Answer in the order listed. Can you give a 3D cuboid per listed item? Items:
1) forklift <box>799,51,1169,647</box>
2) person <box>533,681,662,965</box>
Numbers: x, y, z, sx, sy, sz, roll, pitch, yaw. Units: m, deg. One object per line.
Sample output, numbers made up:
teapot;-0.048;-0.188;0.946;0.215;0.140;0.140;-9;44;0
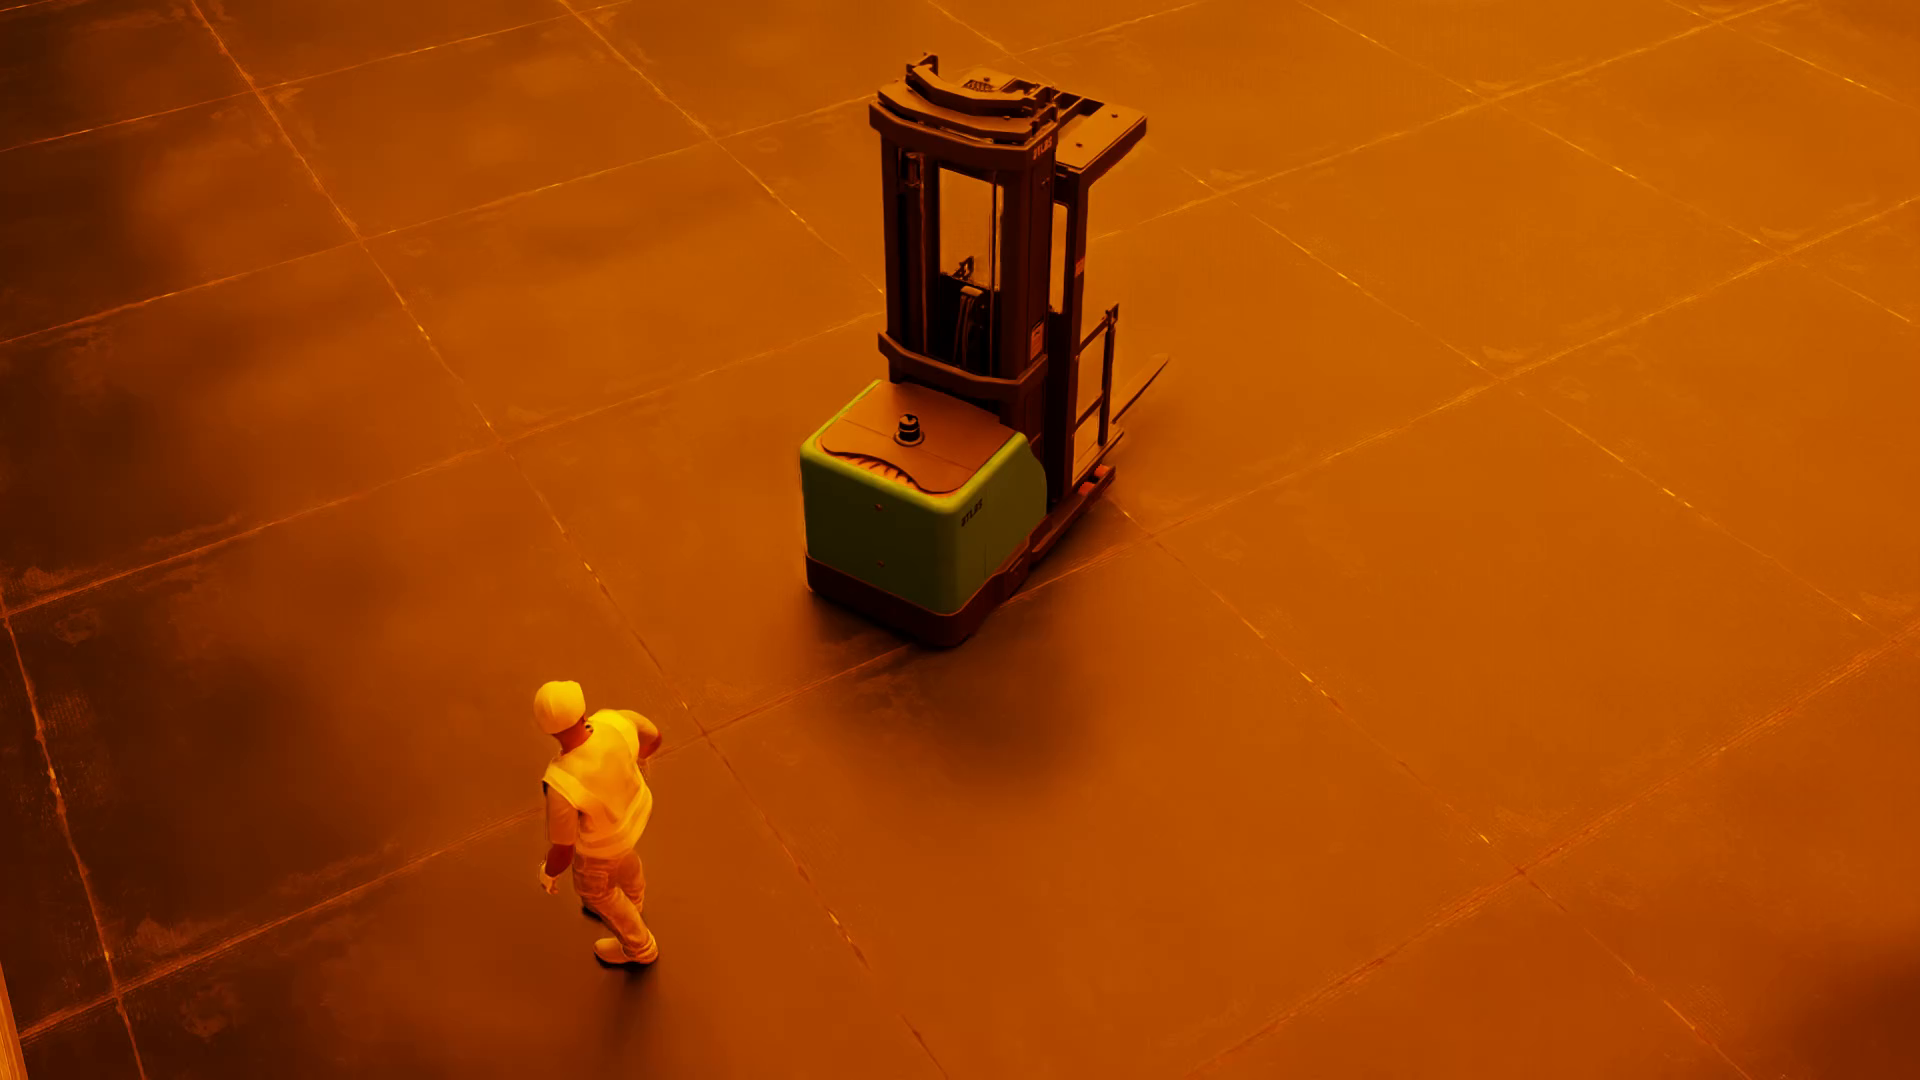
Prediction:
forklift;0.317;-1.452;9.533;1.130;2.935;3.031;23;46;24
person;-1.635;1.236;7.345;0.518;1.764;0.784;13;43;14
